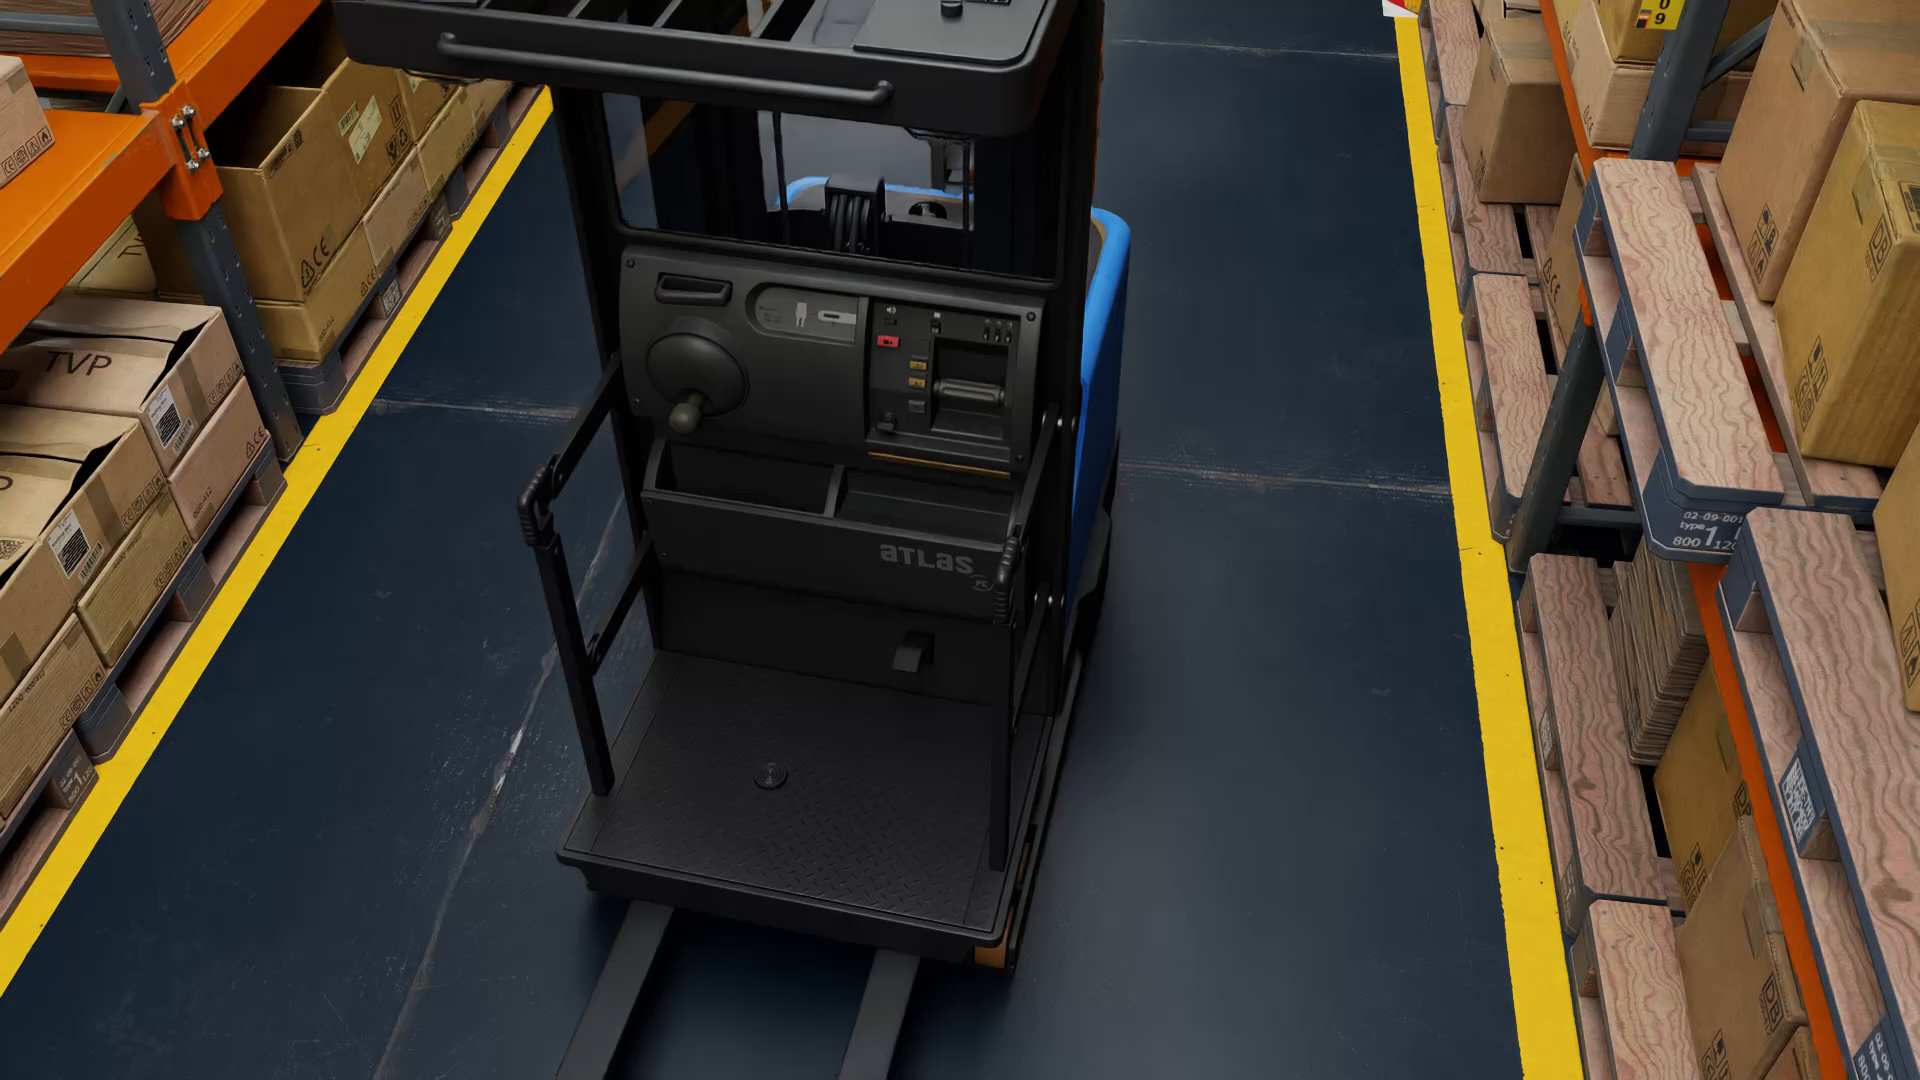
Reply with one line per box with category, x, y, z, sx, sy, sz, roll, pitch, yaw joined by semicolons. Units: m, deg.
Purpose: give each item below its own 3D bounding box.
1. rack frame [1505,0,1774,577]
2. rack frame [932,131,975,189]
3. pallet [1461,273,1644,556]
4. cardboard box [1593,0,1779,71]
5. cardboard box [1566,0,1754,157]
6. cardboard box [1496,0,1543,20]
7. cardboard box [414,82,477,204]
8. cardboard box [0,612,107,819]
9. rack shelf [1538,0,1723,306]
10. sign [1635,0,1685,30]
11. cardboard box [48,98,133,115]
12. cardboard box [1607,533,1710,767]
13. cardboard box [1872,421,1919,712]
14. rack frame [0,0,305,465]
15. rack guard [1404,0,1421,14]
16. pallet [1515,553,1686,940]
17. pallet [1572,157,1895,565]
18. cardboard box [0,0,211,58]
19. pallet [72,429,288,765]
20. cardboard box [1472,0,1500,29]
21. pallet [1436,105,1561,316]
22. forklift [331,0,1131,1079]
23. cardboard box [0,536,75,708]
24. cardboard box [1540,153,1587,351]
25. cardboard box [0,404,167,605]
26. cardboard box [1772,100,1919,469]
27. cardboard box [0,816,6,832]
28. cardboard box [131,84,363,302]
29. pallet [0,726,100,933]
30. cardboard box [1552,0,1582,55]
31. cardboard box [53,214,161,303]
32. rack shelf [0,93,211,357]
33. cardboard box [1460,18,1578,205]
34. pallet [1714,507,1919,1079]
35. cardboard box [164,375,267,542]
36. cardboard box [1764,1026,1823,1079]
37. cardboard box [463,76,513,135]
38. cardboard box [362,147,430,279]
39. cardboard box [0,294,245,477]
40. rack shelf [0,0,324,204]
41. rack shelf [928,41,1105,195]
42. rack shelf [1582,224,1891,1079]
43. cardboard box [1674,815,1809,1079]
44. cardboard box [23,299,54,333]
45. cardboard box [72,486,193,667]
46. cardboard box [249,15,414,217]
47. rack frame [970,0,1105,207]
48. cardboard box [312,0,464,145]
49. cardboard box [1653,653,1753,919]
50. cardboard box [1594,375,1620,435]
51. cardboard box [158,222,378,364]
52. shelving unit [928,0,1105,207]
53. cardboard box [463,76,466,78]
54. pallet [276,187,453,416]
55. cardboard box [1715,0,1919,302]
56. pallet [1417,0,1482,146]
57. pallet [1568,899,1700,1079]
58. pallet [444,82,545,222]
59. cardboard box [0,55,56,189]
rack frame;2.200;-0.979;4.102;1.000;3.000;0.127;5;44;6
rack frame;0.118;-1.007;4.786;0.400;2.100;0.015;9;44;9
pallet;2.253;-0.427;5.548;1.003;0.211;1.213;5;44;6
cardboard box;1.956;-1.554;4.259;0.500;0.500;0.500;5;44;5
cardboard box;1.962;-1.282;4.517;0.500;0.250;0.500;5;44;6
cardboard box;2.472;-2.036;6.855;0.500;0.311;0.500;9;44;9
cardboard box;-2.207;-1.550;6.399;0.500;0.250;0.500;5;44;6
cardboard box;-2.614;0.422;4.318;0.500;0.250;0.500;6;44;6
rack shelf;2.464;-2.081;5.789;1.077;0.370;4.000;5;44;6
sign;1.661;-1.337;3.851;0.100;0.325;0.005;5;44;6
cardboard box;-2.789;-1.529;5.832;0.500;0.500;0.500;5;44;6
cardboard box;2.119;0.272;4.279;0.700;0.500;0.500;7;44;7
cardboard box;1.961;0.001;2.675;0.700;0.500;0.500;11;45;11
rack frame;-2.711;-1.427;4.575;1.000;3.000;0.127;5;44;6
rack guard;2.718;-2.745;7.786;1.175;0.500;0.348;5;44;6
pallet;2.098;0.564;4.500;1.003;0.211;1.213;5;44;6
pallet;1.954;-0.402;3.632;1.003;0.211;1.213;5;44;6
cardboard box;-2.659;-1.766;4.861;0.700;0.500;0.500;4;44;4
pallet;-2.770;0.092;5.000;1.003;0.211;1.213;5;44;6
cardboard box;2.548;-2.425;7.265;0.500;0.311;0.500;1;43;1
pallet;2.412;-1.261;6.428;1.003;0.211;1.213;5;44;6
forklift;-0.333;-0.296;3.431;1.130;2.935;3.031;9;44;9
cardboard box;-2.611;0.213;4.130;0.500;0.311;0.500;5;44;5
cardboard box;2.297;-0.942;5.561;0.500;0.500;0.500;2;43;2
cardboard box;-2.543;-0.127;4.489;0.500;0.311;0.500;6;44;7
cardboard box;2.018;-0.451;3.152;0.700;0.500;0.500;9;44;10
cardboard box;-2.683;0.768;3.951;0.500;0.250;0.500;6;44;6
cardboard box;-2.339;-1.141;5.422;0.500;0.500;0.500;5;44;6
pallet;-2.929;0.925;4.119;1.003;0.211;1.213;5;44;6
cardboard box;2.036;-1.621;4.875;0.500;0.250;0.500;5;44;6
cardboard box;-2.866;-0.917;5.731;0.500;0.250;0.500;5;44;6
rack shelf;-2.975;0.198;3.383;1.077;0.370;4.000;5;44;6
cardboard box;2.326;-1.610;6.266;0.700;0.500;0.500;3;44;3
pallet;1.892;0.464;2.718;1.003;0.211;1.213;5;44;6
cardboard box;-2.479;-0.272;5.050;0.500;0.250;0.500;5;44;5
cardboard box;1.935;1.318;3.174;0.700;0.500;0.500;5;44;5
cardboard box;-2.147;-1.891;6.760;0.500;0.250;0.500;5;44;6
cardboard box;-2.278;-1.209;6.040;0.500;0.250;0.500;5;44;6
cardboard box;-2.480;-0.482;4.864;0.500;0.311;0.500;5;44;6
rack shelf;-2.447;-2.528;6.262;1.077;0.370;4.000;5;44;6
rack shelf;0.172;-1.161;4.969;0.431;0.518;0.480;9;44;9
rack shelf;1.935;0.645;2.910;1.077;0.370;4.000;5;44;6
cardboard box;1.993;0.973;3.539;0.700;0.500;0.500;6;44;6
cardboard box;-3.013;-0.525;4.910;0.500;0.311;0.500;5;44;6
cardboard box;-2.547;0.073;4.686;0.500;0.250;0.500;5;44;5
cardboard box;-2.281;-1.482;5.783;0.500;0.500;0.500;5;44;6
rack frame;0.226;-1.334;5.132;0.400;2.100;0.015;9;44;9
cardboard box;-2.207;-1.822;6.142;0.500;0.500;0.500;5;44;6
cardboard box;2.100;0.629;3.902;0.700;0.500;0.500;4;44;5
cardboard box;2.241;-0.477;5.313;0.380;0.166;0.250;0;43;0
cardboard box;-2.349;-0.869;5.681;0.500;0.250;0.500;5;44;6
shelving unit;0.172;-1.171;4.959;0.431;2.100;0.503;9;44;9
cardboard box;-2.143;-2.163;6.502;0.500;0.500;0.500;5;44;6
pallet;-2.564;-0.952;6.102;1.003;0.211;1.213;5;44;6
cardboard box;2.099;-0.831;3.553;0.700;0.500;0.500;5;44;6
pallet;2.576;-2.090;7.304;1.003;0.211;1.213;5;44;6
pallet;1.939;1.398;3.620;1.003;0.211;1.213;5;44;6
pallet;-2.406;-1.786;6.983;1.003;0.211;1.213;5;44;6
cardboard box;-2.733;-1.033;4.268;0.500;0.250;0.500;8;44;8
